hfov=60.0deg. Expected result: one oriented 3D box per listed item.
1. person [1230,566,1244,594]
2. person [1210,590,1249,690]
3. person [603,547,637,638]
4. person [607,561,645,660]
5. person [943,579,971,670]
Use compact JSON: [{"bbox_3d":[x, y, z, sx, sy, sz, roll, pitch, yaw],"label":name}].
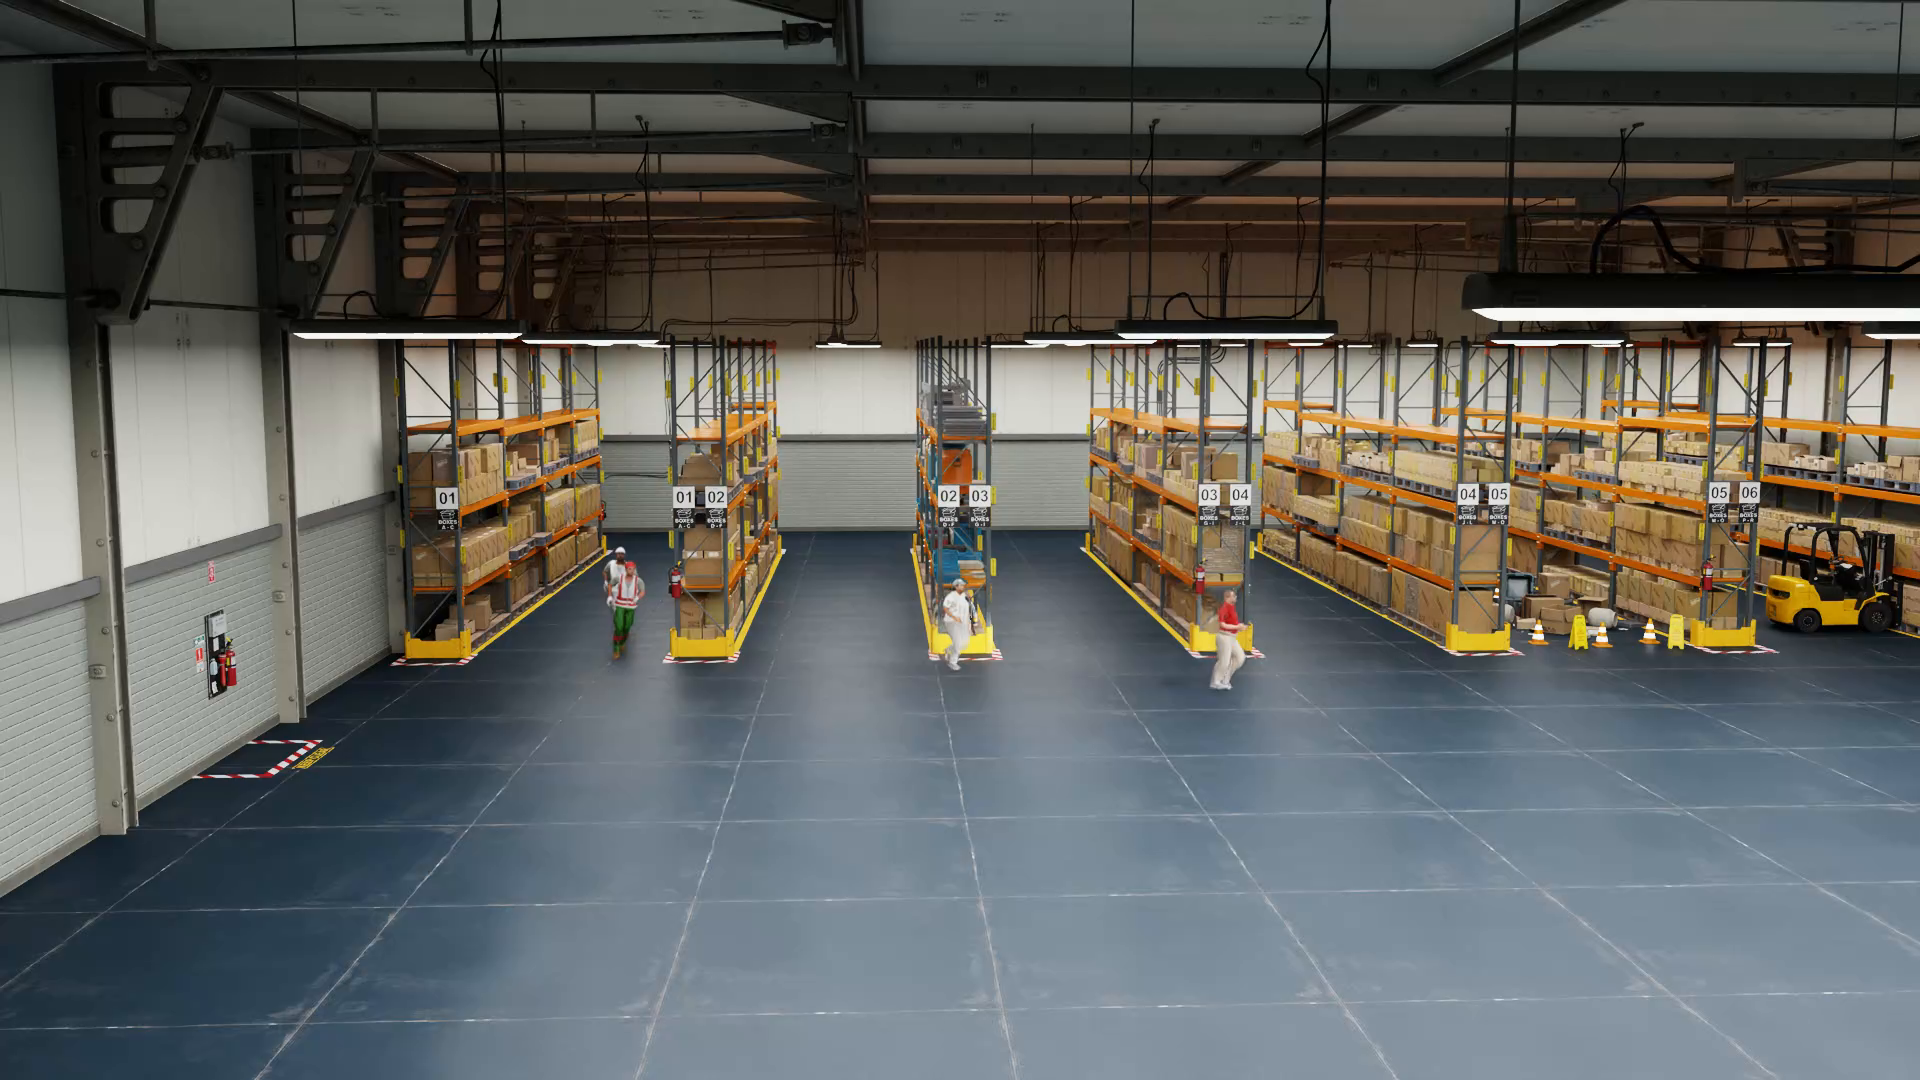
[{"bbox_3d":[6.487,0.452,38.926,0.634,1.854,0.766,-1,7,-10],"label":"person"},{"bbox_3d":[4.547,1.710,28.017,0.680,1.743,0.631,3,7,25],"label":"person"},{"bbox_3d":[-6.803,1.060,33.313,0.658,1.843,0.769,-2,7,-14],"label":"person"},{"bbox_3d":[-6.285,1.290,31.295,0.698,1.813,0.845,-3,7,-21],"label":"person"},{"bbox_3d":[-0.081,1.509,30.098,0.571,1.624,0.617,5,8,40],"label":"person"}]
